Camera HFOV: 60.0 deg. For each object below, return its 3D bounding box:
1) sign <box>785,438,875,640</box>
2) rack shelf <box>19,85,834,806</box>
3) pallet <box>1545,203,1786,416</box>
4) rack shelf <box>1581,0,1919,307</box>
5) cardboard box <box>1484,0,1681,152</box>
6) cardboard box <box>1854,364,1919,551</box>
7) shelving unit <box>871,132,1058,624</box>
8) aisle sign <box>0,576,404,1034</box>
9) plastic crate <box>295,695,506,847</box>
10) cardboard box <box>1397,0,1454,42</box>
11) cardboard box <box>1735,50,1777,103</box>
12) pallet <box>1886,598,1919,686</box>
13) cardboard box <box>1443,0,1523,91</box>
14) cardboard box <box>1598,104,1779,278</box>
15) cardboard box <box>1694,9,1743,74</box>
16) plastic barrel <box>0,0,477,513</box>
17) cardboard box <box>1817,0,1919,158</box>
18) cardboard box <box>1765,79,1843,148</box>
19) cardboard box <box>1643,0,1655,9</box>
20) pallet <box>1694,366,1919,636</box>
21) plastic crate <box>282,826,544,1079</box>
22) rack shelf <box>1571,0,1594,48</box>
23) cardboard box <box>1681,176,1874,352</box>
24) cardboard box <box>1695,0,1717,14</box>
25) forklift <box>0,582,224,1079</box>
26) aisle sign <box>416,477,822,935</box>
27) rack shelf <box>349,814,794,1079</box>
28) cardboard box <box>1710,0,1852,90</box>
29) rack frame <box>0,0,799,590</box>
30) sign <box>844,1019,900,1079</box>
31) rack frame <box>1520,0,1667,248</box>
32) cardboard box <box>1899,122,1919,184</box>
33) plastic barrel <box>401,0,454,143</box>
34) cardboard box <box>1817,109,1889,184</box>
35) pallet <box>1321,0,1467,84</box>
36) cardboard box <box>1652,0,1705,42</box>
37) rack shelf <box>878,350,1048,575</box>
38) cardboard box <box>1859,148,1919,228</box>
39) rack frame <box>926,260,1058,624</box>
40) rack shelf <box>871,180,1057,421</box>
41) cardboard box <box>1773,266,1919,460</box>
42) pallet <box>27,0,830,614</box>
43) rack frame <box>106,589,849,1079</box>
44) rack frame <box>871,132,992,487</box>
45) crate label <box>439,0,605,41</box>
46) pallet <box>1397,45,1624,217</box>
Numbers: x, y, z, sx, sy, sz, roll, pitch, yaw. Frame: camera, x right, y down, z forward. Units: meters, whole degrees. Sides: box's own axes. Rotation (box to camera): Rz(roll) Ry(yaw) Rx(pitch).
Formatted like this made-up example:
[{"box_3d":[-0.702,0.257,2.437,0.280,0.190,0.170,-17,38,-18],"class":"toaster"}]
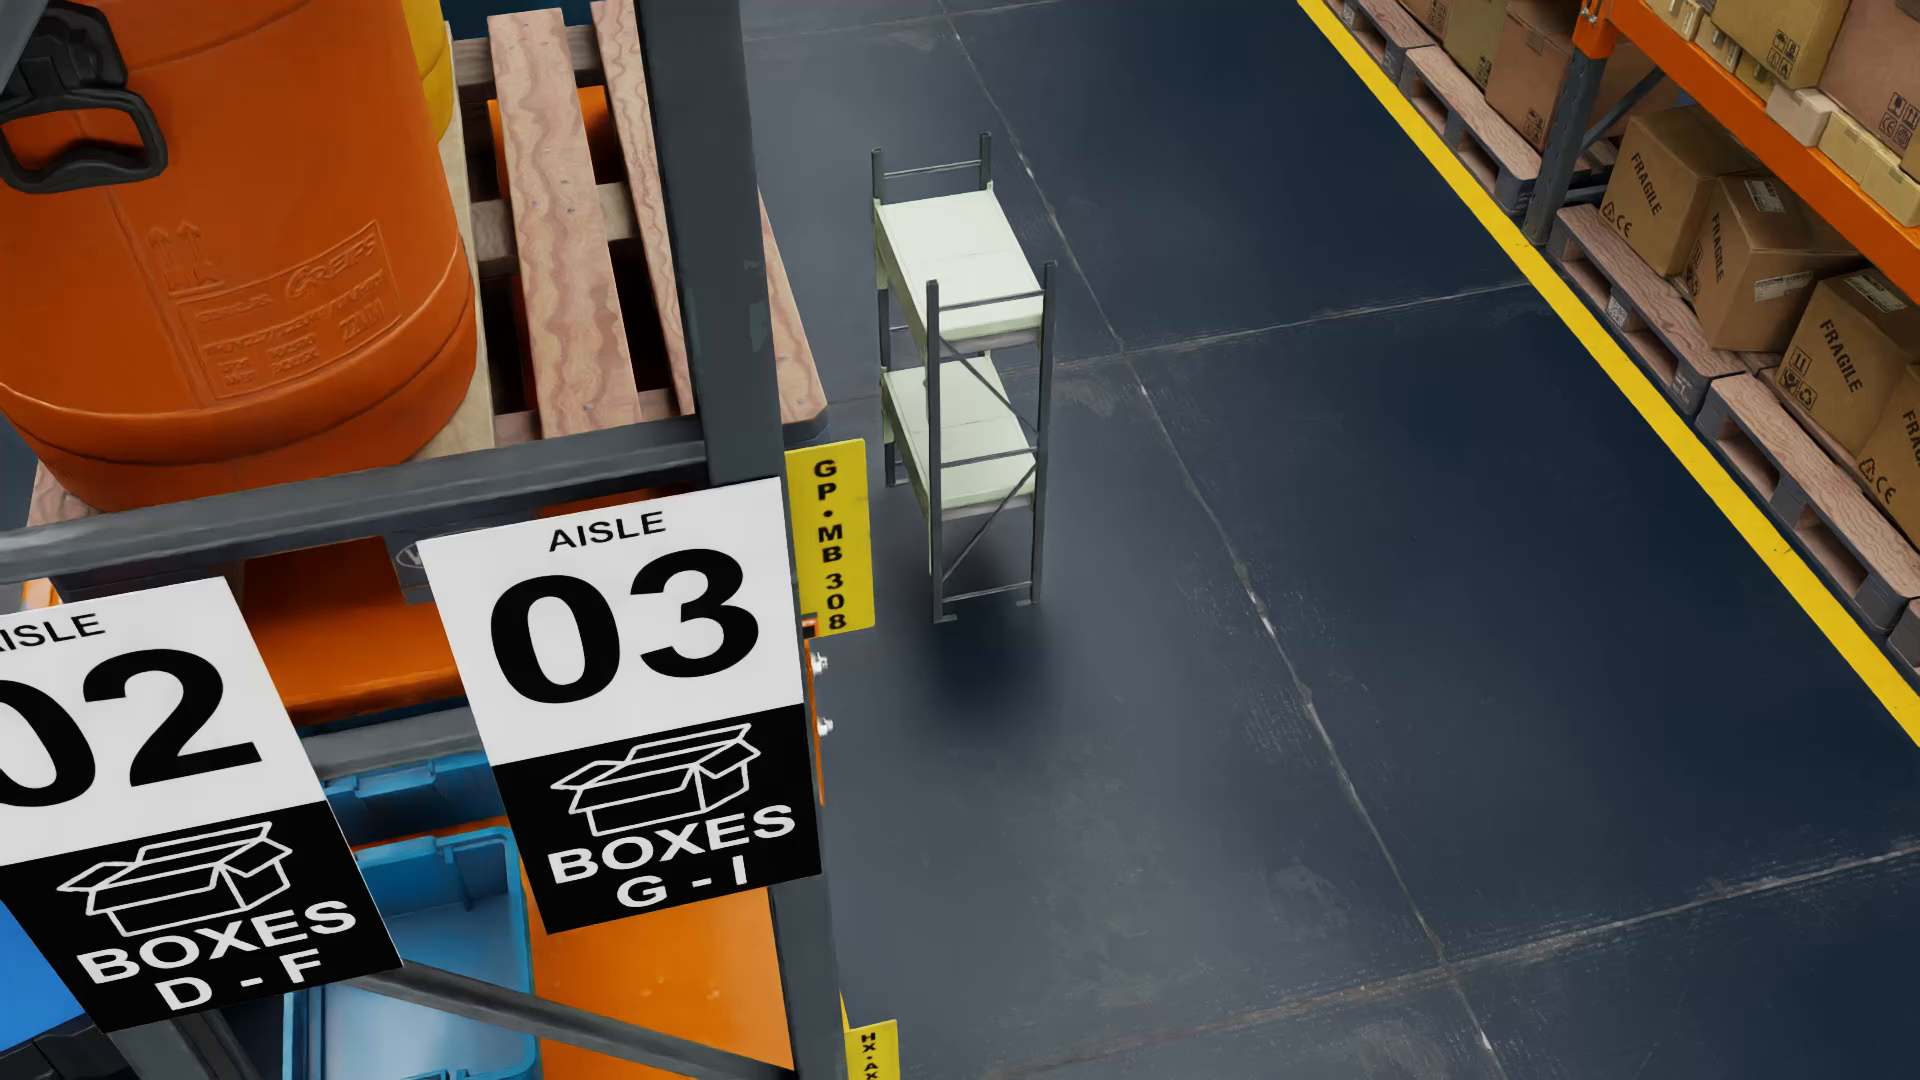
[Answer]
[{"box_3d":[-0.159,0.006,2.038,0.100,0.325,0.005,-11,47,-10],"class":"sign"},{"box_3d":[-1.204,-1.023,3.556,1.077,0.370,4.000,-11,47,-10],"class":"rack shelf"},{"box_3d":[3.278,-1.078,7.158,1.003,0.211,1.213,-11,47,-10],"class":"pallet"},{"box_3d":[3.584,-0.878,5.514,1.077,0.370,4.000,-11,47,-10],"class":"rack shelf"},{"box_3d":[2.935,-2.218,7.766,0.700,0.500,0.500,-14,47,-13],"class":"cardboard box"},{"box_3d":[3.624,-0.298,5.898,0.500,0.500,0.500,-7,46,-7],"class":"cardboard box"},{"box_3d":[0.002,-0.520,5.710,0.431,1.500,0.755,-11,47,-10],"class":"shelving unit"},{"box_3d":[-0.961,0.350,1.986,0.394,0.787,0.004,-11,47,-10],"class":"aisle sign"},{"box_3d":[-1.270,0.468,3.795,0.499,0.251,0.408,-11,47,-10],"class":"plastic crate"},{"box_3d":[2.688,-2.937,8.470,0.700,0.500,0.500,-14,47,-14],"class":"cardboard box"},{"box_3d":[3.051,-1.706,5.998,0.380,0.149,0.250,-11,47,-10],"class":"cardboard box"},{"box_3d":[3.903,0.607,5.508,1.003,0.211,1.213,-11,47,-10],"class":"pallet"},{"box_3d":[2.832,-2.551,8.092,0.700,0.500,0.500,-11,47,-11],"class":"cardboard box"},{"box_3d":[3.136,-1.500,7.076,0.500,0.500,0.500,-12,47,-12],"class":"cardboard box"},{"box_3d":[2.978,-1.877,6.165,0.380,0.149,0.250,-11,47,-10],"class":"cardboard box"},{"box_3d":[-0.939,-0.503,1.948,0.600,0.830,0.708,-11,47,-10],"class":"plastic barrel"},{"box_3d":[3.447,-1.650,5.488,0.875,0.500,0.500,-11,47,-10],"class":"cardboard box"},{"box_3d":[3.076,-1.526,5.821,0.380,0.149,0.250,-11,47,-10],"class":"cardboard box"},{"box_3d":[2.836,-2.220,6.501,0.380,0.149,0.250,-11,47,-10],"class":"cardboard box"},{"box_3d":[3.594,-0.234,6.331,1.003,0.211,1.213,-11,47,-10],"class":"pallet"},{"box_3d":[-1.109,0.917,3.355,0.499,0.251,0.616,-11,47,-10],"class":"plastic crate"},{"box_3d":[2.560,-3.640,8.221,1.077,0.370,4.000,-11,47,-10],"class":"rack shelf"},{"box_3d":[3.290,-1.106,6.689,0.500,0.500,0.500,3,46,2],"class":"cardboard box"},{"box_3d":[3.127,-2.328,6.153,0.875,0.500,0.500,-11,47,-10],"class":"cardboard box"},{"box_3d":[-3.328,0.475,3.732,3.031,2.935,1.130,-24,50,-22],"class":"forklift"},{"box_3d":[-0.390,0.242,2.092,0.394,0.787,0.004,-11,47,-10],"class":"aisle sign"},{"box_3d":[-1.204,0.027,4.627,1.077,0.370,4.000,-11,47,-10],"class":"rack shelf"},{"box_3d":[3.221,-1.977,5.809,0.875,0.500,0.500,-11,47,-10],"class":"cardboard box"},{"box_3d":[-0.692,-0.944,0.874,1.000,3.000,0.127,-11,47,-10],"class":"rack frame"},{"box_3d":[-0.159,0.962,3.013,0.100,0.325,0.005,-11,47,-10],"class":"sign"},{"box_3d":[3.072,-2.511,6.611,1.000,3.000,0.127,-11,47,-10],"class":"rack frame"},{"box_3d":[3.535,-1.297,5.143,0.875,0.500,0.500,-11,47,-10],"class":"cardboard box"},{"box_3d":[-1.107,-0.870,2.477,0.600,0.588,0.600,0,46,0],"class":"plastic barrel"},{"box_3d":[3.180,-1.361,5.660,0.380,0.149,0.250,-11,47,-10],"class":"cardboard box"},{"box_3d":[2.555,-2.916,8.960,1.003,0.211,1.213,-11,47,-10],"class":"pallet"},{"box_3d":[2.888,-2.045,6.330,0.380,0.149,0.250,-11,47,-10],"class":"cardboard box"},{"box_3d":[0.002,-0.292,5.943,0.431,0.370,0.720,-11,47,-10],"class":"rack shelf"},{"box_3d":[3.233,-1.187,5.488,0.380,0.149,0.250,-11,47,-10],"class":"cardboard box"},{"box_3d":[0.095,-0.268,5.462,0.400,1.500,0.023,-11,47,-10],"class":"rack frame"},{"box_3d":[0.002,-0.793,5.431,0.431,0.370,0.720,-11,47,-10],"class":"rack shelf"},{"box_3d":[3.524,-0.691,6.283,0.500,0.500,0.500,-15,47,-14],"class":"cardboard box"},{"box_3d":[-0.809,-0.417,2.590,1.003,0.211,1.213,-11,47,-10],"class":"pallet"},{"box_3d":[-0.692,1.156,3.017,1.000,3.000,0.127,-11,47,-10],"class":"rack frame"},{"box_3d":[-0.092,-0.773,5.957,0.400,1.500,0.023,-11,47,-10],"class":"rack frame"},{"box_3d":[-0.852,-1.194,3.324,0.502,0.251,0.408,-11,47,-10],"class":"crate label"},{"box_3d":[2.871,-2.072,8.133,1.003,0.211,1.213,-11,47,-10],"class":"pallet"}]
